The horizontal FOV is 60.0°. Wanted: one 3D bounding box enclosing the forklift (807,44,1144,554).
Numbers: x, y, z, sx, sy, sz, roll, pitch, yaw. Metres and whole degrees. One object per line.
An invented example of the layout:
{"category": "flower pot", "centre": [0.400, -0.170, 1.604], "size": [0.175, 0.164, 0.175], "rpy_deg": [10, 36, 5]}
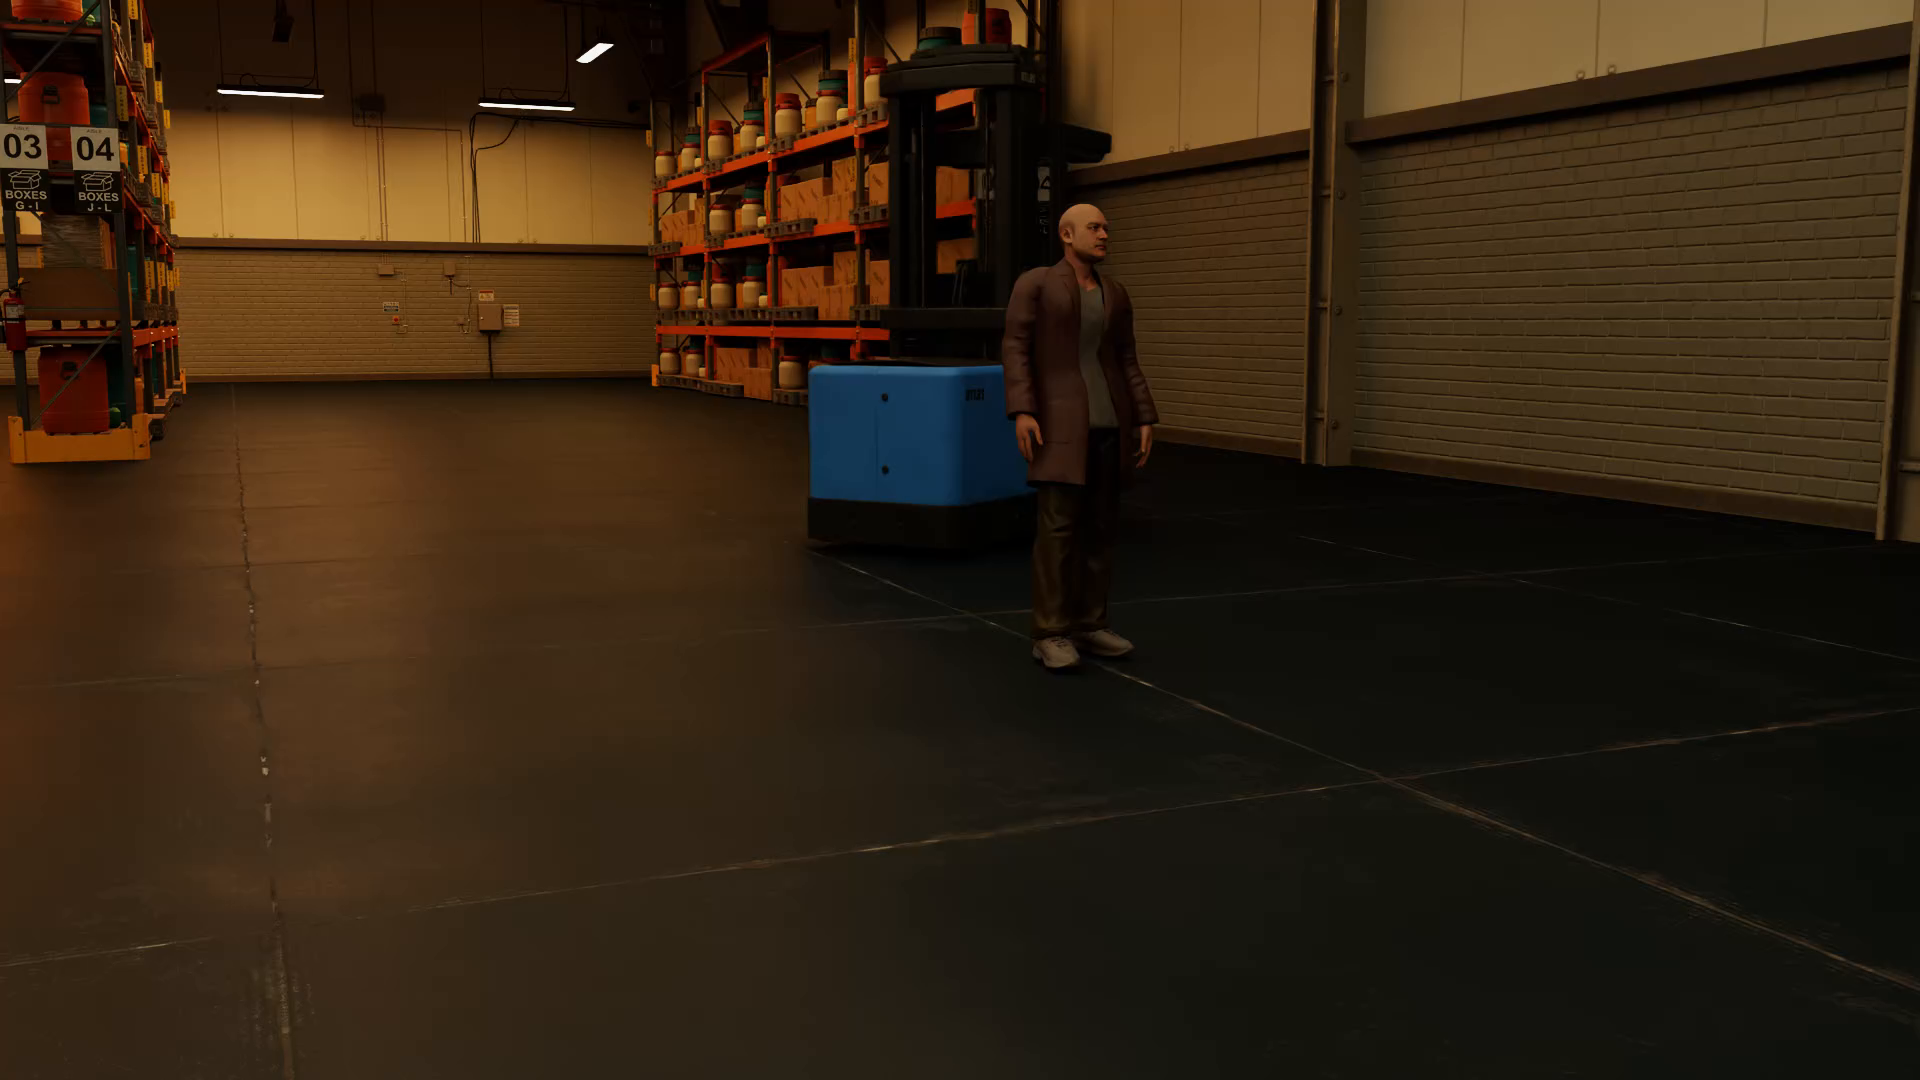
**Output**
{"category": "forklift", "centre": [0.273, -1.530, 10.543], "size": [1.130, 2.935, 3.031], "rpy_deg": [4, 9, 29]}

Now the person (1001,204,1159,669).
{"category": "person", "centre": [0.528, -0.427, 6.528], "size": [0.698, 1.777, 0.581], "rpy_deg": [-4, 9, -30]}
